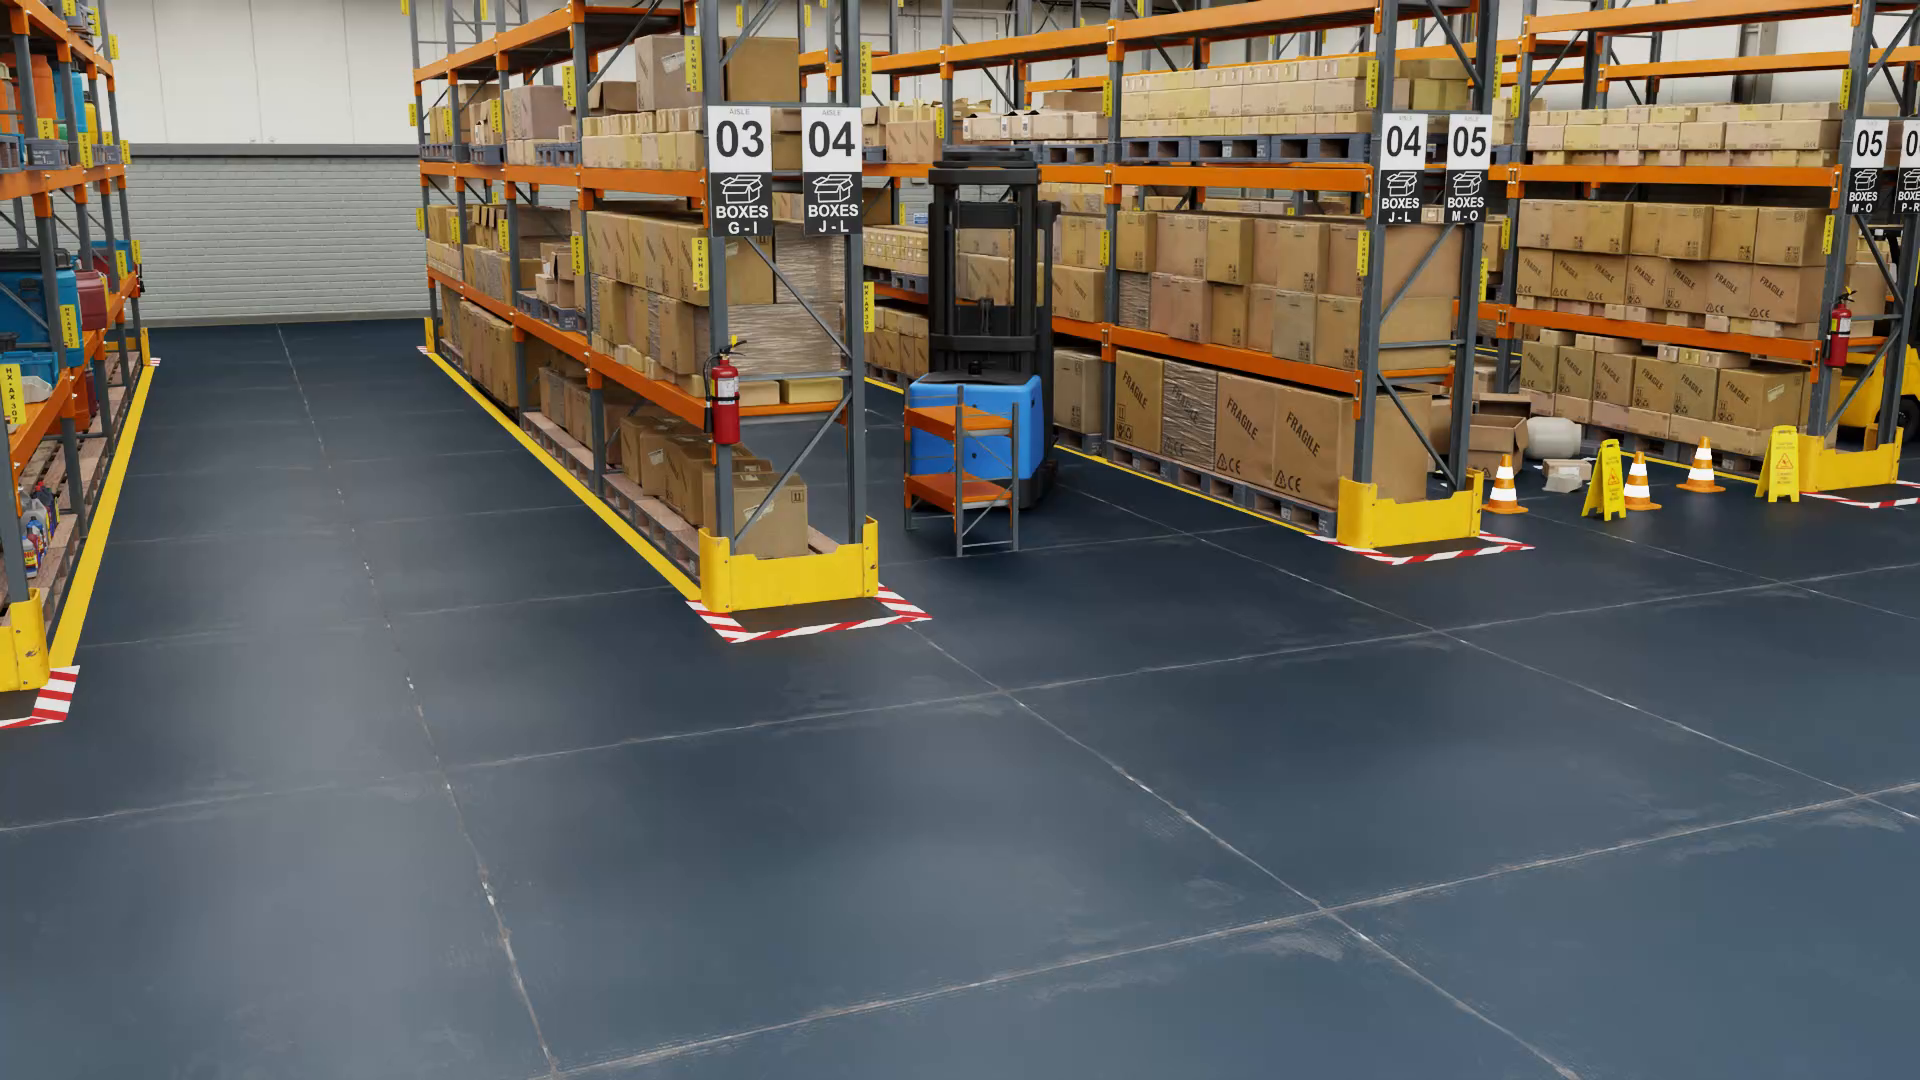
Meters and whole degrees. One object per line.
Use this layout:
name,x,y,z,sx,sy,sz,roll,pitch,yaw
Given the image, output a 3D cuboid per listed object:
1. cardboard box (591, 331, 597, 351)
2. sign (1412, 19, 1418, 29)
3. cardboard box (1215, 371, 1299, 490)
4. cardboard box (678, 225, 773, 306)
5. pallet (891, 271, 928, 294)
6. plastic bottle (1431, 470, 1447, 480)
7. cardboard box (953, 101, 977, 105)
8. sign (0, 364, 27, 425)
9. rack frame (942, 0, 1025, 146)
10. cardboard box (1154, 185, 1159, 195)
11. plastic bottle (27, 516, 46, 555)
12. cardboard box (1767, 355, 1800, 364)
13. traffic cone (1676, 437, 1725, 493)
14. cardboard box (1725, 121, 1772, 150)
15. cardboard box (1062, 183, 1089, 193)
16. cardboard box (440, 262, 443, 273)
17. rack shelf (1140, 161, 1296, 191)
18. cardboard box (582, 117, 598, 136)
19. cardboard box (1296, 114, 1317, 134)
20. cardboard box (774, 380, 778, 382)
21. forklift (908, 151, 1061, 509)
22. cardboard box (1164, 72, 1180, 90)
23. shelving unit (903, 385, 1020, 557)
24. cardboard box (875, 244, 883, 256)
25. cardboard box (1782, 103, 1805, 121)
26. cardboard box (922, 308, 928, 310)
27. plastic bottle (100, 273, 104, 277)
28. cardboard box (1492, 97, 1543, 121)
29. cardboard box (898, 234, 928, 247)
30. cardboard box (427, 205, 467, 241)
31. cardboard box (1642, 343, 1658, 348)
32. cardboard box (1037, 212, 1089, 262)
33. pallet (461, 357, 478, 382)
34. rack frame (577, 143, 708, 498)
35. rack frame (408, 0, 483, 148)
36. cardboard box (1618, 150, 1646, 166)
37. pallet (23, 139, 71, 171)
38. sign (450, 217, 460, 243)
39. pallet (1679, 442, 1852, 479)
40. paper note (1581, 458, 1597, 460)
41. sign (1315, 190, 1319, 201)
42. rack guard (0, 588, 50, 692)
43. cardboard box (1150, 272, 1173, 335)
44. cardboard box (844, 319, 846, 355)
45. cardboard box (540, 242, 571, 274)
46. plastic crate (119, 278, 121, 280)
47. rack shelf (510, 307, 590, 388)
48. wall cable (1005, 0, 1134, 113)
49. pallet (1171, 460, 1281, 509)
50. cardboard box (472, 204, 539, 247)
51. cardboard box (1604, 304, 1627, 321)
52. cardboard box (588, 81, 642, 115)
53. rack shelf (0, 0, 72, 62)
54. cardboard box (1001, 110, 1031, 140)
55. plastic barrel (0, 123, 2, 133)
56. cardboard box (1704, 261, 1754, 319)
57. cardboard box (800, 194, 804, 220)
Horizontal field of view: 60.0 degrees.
cardboard box,-2.899,-1.687,14.063,0.380,0.149,0.250,-6,14,-23
sign,7.208,-8.249,26.307,0.100,0.325,0.005,-6,14,-23
cardboard box,2.791,-0.967,14.175,0.875,0.875,0.875,-6,14,-24
cardboard box,-1.554,-1.826,11.010,0.500,0.500,0.500,-6,14,-23
pallet,-0.110,-3.178,20.376,1.213,0.211,1.003,-6,14,-23
plastic bottle,4.449,-0.597,15.314,0.133,0.061,0.283,-12,18,-42
cardboard box,0.019,-5.281,20.465,0.396,0.266,0.258,-6,14,-23
sign,-5.140,-0.791,9.020,0.100,0.325,0.005,-6,14,-23
rack frame,0.273,-6.057,19.084,1.000,3.000,0.127,-6,14,-23
cardboard box,3.160,-5.421,25.761,0.380,0.149,0.250,-5,14,-22
plastic bottle,-6.345,-0.028,11.415,0.097,0.271,0.097,0,13,0
cardboard box,10.698,-2.379,20.834,0.875,0.625,0.625,-5,14,-20
traffic cone,6.619,-0.686,14.807,0.336,0.463,0.334,-6,14,-23
cardboard box,7.333,-3.669,15.092,0.500,0.250,0.500,-6,14,-24
cardboard box,1.897,-5.795,27.377,0.380,0.149,0.250,-5,14,-22
cardboard box,-7.059,-3.817,23.266,0.380,0.149,0.250,-6,14,-24
rack shelf,3.967,-5.126,23.310,1.077,0.370,4.000,-6,14,-23
cardboard box,-2.862,-3.368,13.567,0.380,0.149,0.250,-6,14,-25
cardboard box,2.830,-3.217,12.869,0.380,0.149,0.250,-5,14,-22
cardboard box,-1.086,-1.066,11.380,0.380,0.149,0.250,-6,14,-23
forklift,0.305,-1.970,14.881,1.130,2.935,3.031,2,13,9
cardboard box,2.016,-4.025,14.593,0.380,0.149,0.250,-6,14,-24
shelving unit,-0.003,-0.549,12.749,0.538,1.125,1.048,-6,14,-23
cardboard box,-0.861,-3.689,21.121,0.380,0.149,0.250,-5,14,-22
cardboard box,7.499,-3.777,14.673,0.380,0.149,0.250,-5,14,-22
cardboard box,-0.171,-2.859,21.519,0.500,0.250,0.500,-6,14,-23
plastic bottle,-9.864,-2.933,19.151,0.061,0.283,0.133,-6,14,-23
cardboard box,6.022,-4.721,18.254,0.500,0.250,0.500,-5,14,-22
cardboard box,-0.547,-3.672,20.391,0.380,0.149,0.250,-5,14,-21
cardboard box,-7.371,-4.570,23.974,0.500,0.500,0.500,-6,14,-24
cardboard box,7.059,-1.803,17.513,0.500,0.500,0.500,-5,14,-22
cardboard box,1.060,-3.261,17.867,0.700,0.500,0.500,-6,14,-24
pallet,-6.147,-2.339,22.509,1.003,0.211,1.213,-6,14,-23
rack frame,-2.710,-1.881,14.344,1.000,3.000,0.127,-6,14,-23
rack frame,-7.517,-7.283,24.379,1.000,3.000,0.127,-6,14,-23
cardboard box,6.707,-3.754,16.342,0.380,0.149,0.250,-6,14,-24
pallet,-6.869,-2.663,11.488,1.213,0.211,1.003,-6,14,-23
sign,-6.422,-3.944,21.161,0.100,0.325,0.005,-6,14,-23
pallet,7.649,-0.778,15.762,1.003,0.211,1.213,-6,14,-23
paper note,6.168,-0.795,16.238,0.142,0.019,0.148,-12,18,-42
sign,6.627,-6.468,30.896,0.100,0.325,0.005,-6,14,-23
rack guard,-5.719,0.599,9.172,1.175,0.500,0.348,-6,14,-23
cardboard box,2.275,-2.194,15.366,0.875,0.550,0.550,-6,14,-23
cardboard box,-1.276,-2.771,22.802,0.500,0.500,0.500,-5,14,-21
cardboard box,-4.059,-2.853,17.389,0.500,0.500,0.500,-8,15,-30
plastic crate,-10.997,-3.459,21.402,0.416,0.233,0.300,-6,14,-23
rack shelf,-3.511,-1.944,16.210,1.077,0.370,4.000,-6,14,-23
wall cable,2.285,-9.657,34.555,2.988,3.039,0.133,-6,14,-23
pallet,2.601,-0.533,14.704,1.003,0.211,1.213,-6,14,-23
cardboard box,-5.651,-3.940,20.794,0.797,0.503,0.637,-6,14,-24
cardboard box,6.707,-2.294,16.688,0.380,0.149,0.250,-6,14,-23
cardboard box,-2.807,-3.703,14.405,0.797,0.503,0.637,-6,14,-26
rack shelf,-8.049,-4.224,13.646,1.077,0.370,4.000,-6,14,-23
cardboard box,0.768,-4.427,17.736,0.500,0.311,0.500,-6,14,-24
plastic barrel,-8.174,-3.495,13.553,0.600,0.901,0.708,-6,14,-23
cardboard box,7.307,-2.334,15.422,0.500,0.500,0.500,-6,14,-23
cardboard box,-1.977,-4.820,23.947,0.500,0.500,0.500,-6,14,-25
